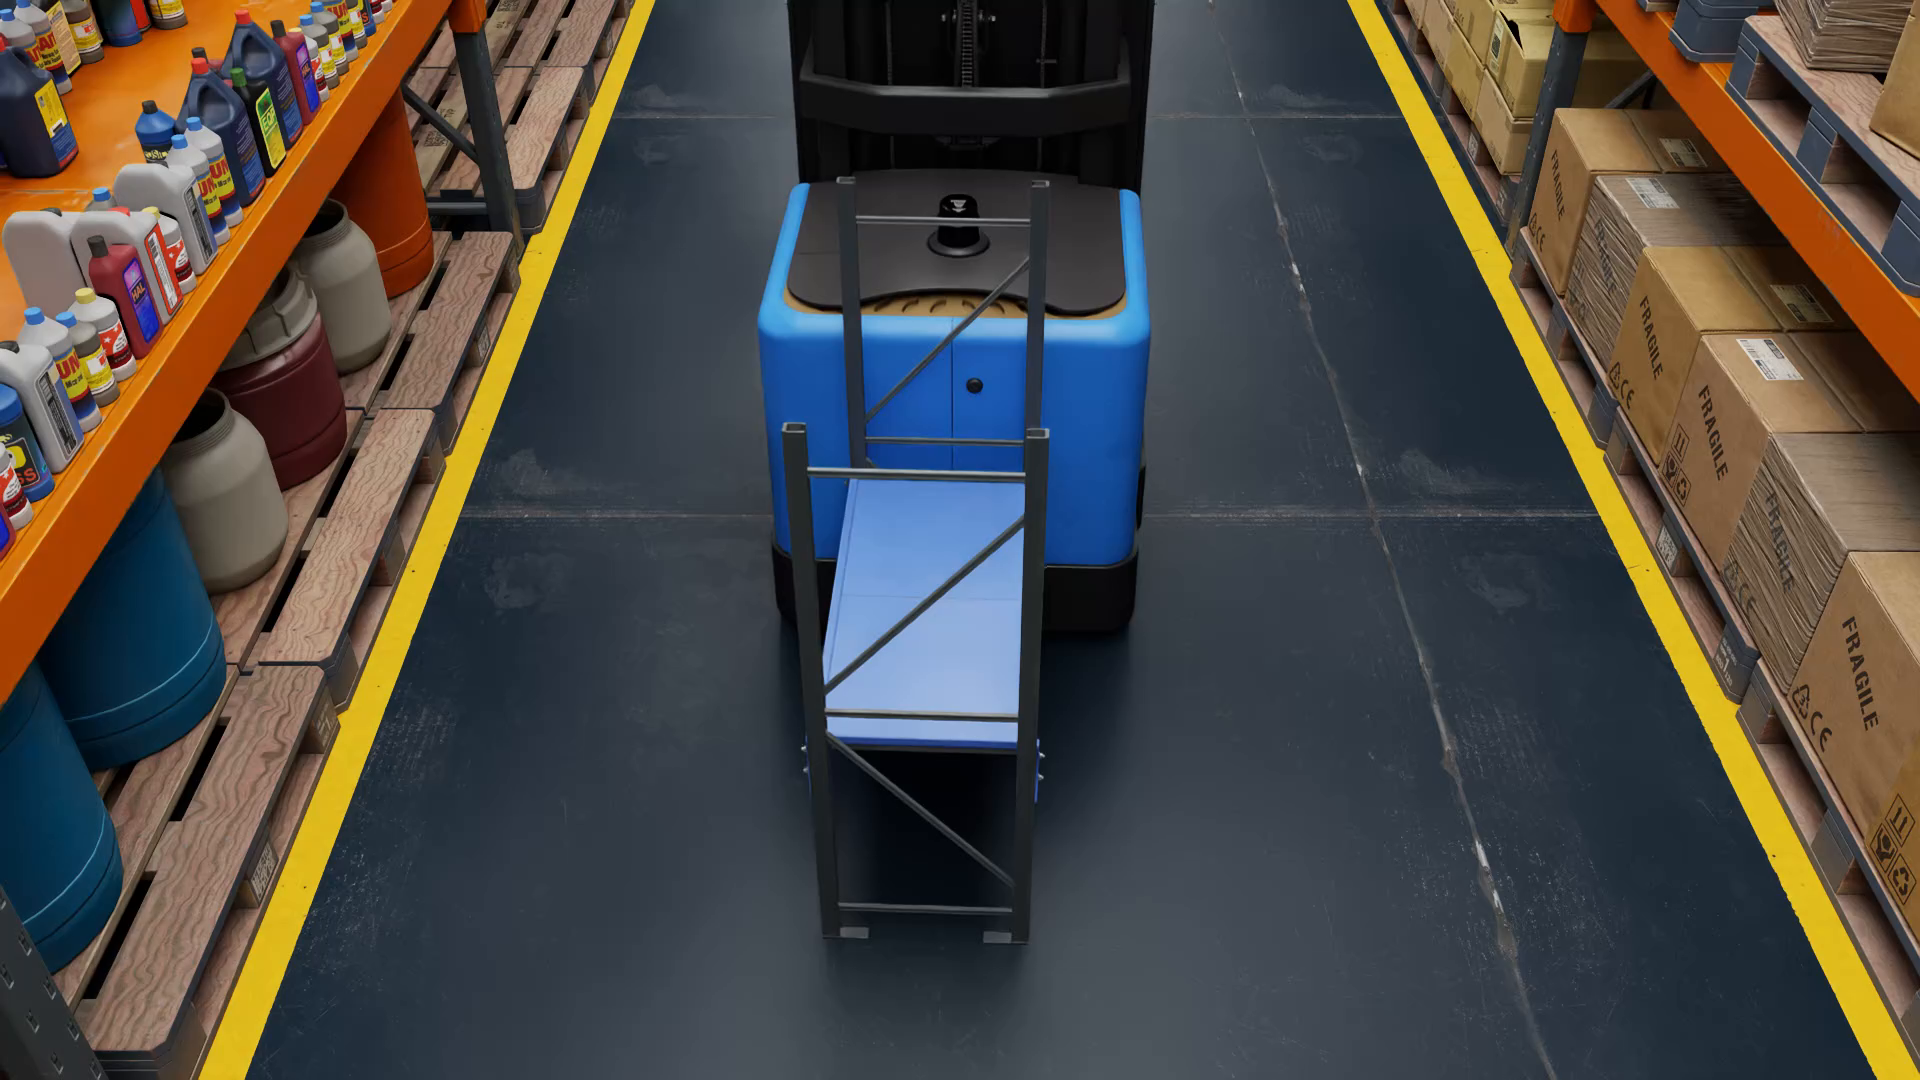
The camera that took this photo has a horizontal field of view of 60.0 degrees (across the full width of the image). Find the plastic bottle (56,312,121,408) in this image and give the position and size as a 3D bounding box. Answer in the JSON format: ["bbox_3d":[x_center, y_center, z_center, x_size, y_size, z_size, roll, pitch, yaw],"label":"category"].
[{"bbox_3d":[-1.845,-0.383,3.488,0.097,0.201,0.097,0,39,0],"label":"plastic bottle"}]

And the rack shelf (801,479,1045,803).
[{"bbox_3d":[-0.062,0.203,4.086,0.538,0.185,1.000,1,39,2],"label":"rack shelf"}]

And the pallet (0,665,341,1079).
[{"bbox_3d":[-2.211,0.797,4.087,1.003,0.211,1.213,0,39,0],"label":"pallet"}]

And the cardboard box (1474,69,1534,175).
[{"bbox_3d":[2.452,-1.731,6.874,0.500,0.250,0.500,1,39,1],"label":"cardboard box"}]

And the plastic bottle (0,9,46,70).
[{"bbox_3d":[-2.605,-1.339,4.625,0.097,0.271,0.097,0,39,0],"label":"plastic bottle"}]

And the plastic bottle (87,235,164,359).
[{"bbox_3d":[-1.827,-0.548,3.629,0.061,0.283,0.133,0,39,0],"label":"plastic bottle"}]

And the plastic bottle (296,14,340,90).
[{"bbox_3d":[-1.846,-1.398,4.755,0.097,0.201,0.097,0,39,0],"label":"plastic bottle"}]

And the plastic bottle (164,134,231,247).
[{"bbox_3d":[-1.845,-0.845,4.008,0.097,0.271,0.097,0,39,0],"label":"plastic bottle"}]

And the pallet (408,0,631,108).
[{"bbox_3d":[-2.217,-2.467,8.160,1.003,0.211,1.213,0,39,0],"label":"pallet"}]

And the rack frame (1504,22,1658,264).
[{"bbox_3d":[2.697,-2.311,5.735,1.000,3.000,0.127,0,39,0],"label":"rack frame"}]

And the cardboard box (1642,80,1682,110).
[{"bbox_3d":[2.990,-1.949,6.698,0.500,0.311,0.500,1,39,1],"label":"cardboard box"}]

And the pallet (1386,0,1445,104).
[{"bbox_3d":[2.737,-2.499,8.200,1.003,0.211,1.213,0,39,0],"label":"pallet"}]

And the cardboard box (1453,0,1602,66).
[{"bbox_3d":[2.443,-2.273,7.103,0.500,0.311,0.500,-1,39,-1],"label":"cardboard box"}]

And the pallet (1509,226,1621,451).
[{"bbox_3d":[2.660,-0.756,6.025,1.003,0.211,1.213,0,39,0],"label":"pallet"}]

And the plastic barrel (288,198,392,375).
[{"bbox_3d":[-2.149,-0.844,5.558,0.421,0.512,0.421,0,39,0],"label":"plastic barrel"}]

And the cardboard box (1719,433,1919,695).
[{"bbox_3d":[2.422,0.063,4.420,0.500,0.500,0.500,0,39,1],"label":"cardboard box"}]

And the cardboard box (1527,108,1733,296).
[{"bbox_3d":[2.412,-1.223,6.024,0.500,0.500,0.500,2,39,2],"label":"cardboard box"}]

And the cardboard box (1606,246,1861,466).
[{"bbox_3d":[2.413,-0.582,5.224,0.500,0.500,0.500,-1,39,-1],"label":"cardboard box"}]

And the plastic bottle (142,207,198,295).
[{"bbox_3d":[-1.845,-0.672,3.849,0.097,0.201,0.097,0,39,0],"label":"plastic bottle"}]

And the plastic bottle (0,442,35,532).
[{"bbox_3d":[-1.844,-0.116,3.155,0.097,0.201,0.097,0,39,0],"label":"plastic bottle"}]

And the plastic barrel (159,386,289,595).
[{"bbox_3d":[-2.147,-0.138,4.677,0.421,0.512,0.421,0,39,0],"label":"plastic barrel"}]

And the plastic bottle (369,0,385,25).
[{"bbox_3d":[-1.847,-1.703,5.135,0.097,0.201,0.097,0,39,0],"label":"plastic bottle"}]

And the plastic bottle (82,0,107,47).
[{"bbox_3d":[-2.624,-1.621,4.967,0.061,0.283,0.133,0,39,0],"label":"plastic bottle"}]

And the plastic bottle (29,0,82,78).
[{"bbox_3d":[-2.624,-1.476,4.787,0.061,0.283,0.133,0,39,0],"label":"plastic bottle"}]

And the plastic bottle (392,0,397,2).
[{"bbox_3d":[-1.829,-1.868,5.275,0.061,0.283,0.133,0,39,0],"label":"plastic bottle"}]

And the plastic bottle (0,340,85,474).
[{"bbox_3d":[-1.872,-0.279,3.298,0.152,0.276,0.135,0,39,0],"label":"plastic bottle"}]

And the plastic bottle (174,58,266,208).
[{"bbox_3d":[-1.869,-1.025,4.170,0.144,0.351,0.185,0,39,0],"label":"plastic bottle"}]

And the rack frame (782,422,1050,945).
[{"bbox_3d":[-0.083,0.380,3.577,0.500,1.500,0.032,1,39,2],"label":"rack frame"}]

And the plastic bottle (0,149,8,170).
[{"bbox_3d":[-2.578,-1.124,4.353,0.152,0.276,0.135,0,39,0],"label":"plastic bottle"}]

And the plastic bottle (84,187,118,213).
[{"bbox_3d":[-1.997,-0.733,3.925,0.097,0.201,0.097,0,39,0],"label":"plastic bottle"}]

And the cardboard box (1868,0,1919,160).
[{"bbox_3d":[2.638,-1.118,3.830,0.700,0.500,0.500,-9,40,-11],"label":"cardboard box"}]

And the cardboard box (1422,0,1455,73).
[{"bbox_3d":[2.451,-2.368,7.669,0.500,0.250,0.500,1,39,1],"label":"cardboard box"}]

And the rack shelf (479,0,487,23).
[{"bbox_3d":[-2.259,-3.280,7.520,1.077,0.370,4.000,0,39,0],"label":"rack shelf"}]

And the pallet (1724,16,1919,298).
[{"bbox_3d":[2.704,-1.020,4.278,1.003,0.211,1.213,0,39,0],"label":"pallet"}]

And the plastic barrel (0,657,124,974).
[{"bbox_3d":[-2.235,0.506,3.562,0.600,0.901,0.708,0,39,0],"label":"plastic barrel"}]

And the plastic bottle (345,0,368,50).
[{"bbox_3d":[-1.847,-1.581,4.983,0.097,0.201,0.097,0,39,0],"label":"plastic bottle"}]

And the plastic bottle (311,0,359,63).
[{"bbox_3d":[-1.847,-1.547,4.885,0.097,0.271,0.097,0,39,0],"label":"plastic bottle"}]

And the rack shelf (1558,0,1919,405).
[{"bbox_3d":[2.699,-0.780,4.400,1.077,0.370,4.000,0,39,0],"label":"rack shelf"}]

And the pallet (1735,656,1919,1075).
[{"bbox_3d":[2.663,0.770,4.121,1.003,0.211,1.213,0,39,0],"label":"pallet"}]

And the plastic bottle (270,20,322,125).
[{"bbox_3d":[-1.828,-1.297,4.563,0.061,0.283,0.133,0,39,0],"label":"plastic bottle"}]

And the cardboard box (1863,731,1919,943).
[{"bbox_3d":[2.414,0.686,3.643,0.500,0.500,0.500,0,39,0],"label":"cardboard box"}]

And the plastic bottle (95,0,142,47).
[{"bbox_3d":[-2.545,-1.627,4.985,0.097,0.271,0.097,0,39,0],"label":"plastic bottle"}]

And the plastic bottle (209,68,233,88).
[{"bbox_3d":[-1.888,-1.098,4.315,0.061,0.283,0.133,0,39,0],"label":"plastic bottle"}]

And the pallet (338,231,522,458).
[{"bbox_3d":[-2.214,-0.729,5.991,1.003,0.211,1.213,0,39,0],"label":"pallet"}]

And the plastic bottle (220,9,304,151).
[{"bbox_3d":[-1.869,-1.224,4.418,0.144,0.351,0.185,0,39,0],"label":"plastic bottle"}]

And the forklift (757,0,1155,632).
[{"bbox_3d":[0.043,-1.779,5.126,1.130,2.935,3.031,1,39,2],"label":"forklift"}]

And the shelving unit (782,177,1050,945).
[{"bbox_3d":[-0.062,0.062,3.973,0.538,1.500,1.048,1,39,2],"label":"shelving unit"}]
